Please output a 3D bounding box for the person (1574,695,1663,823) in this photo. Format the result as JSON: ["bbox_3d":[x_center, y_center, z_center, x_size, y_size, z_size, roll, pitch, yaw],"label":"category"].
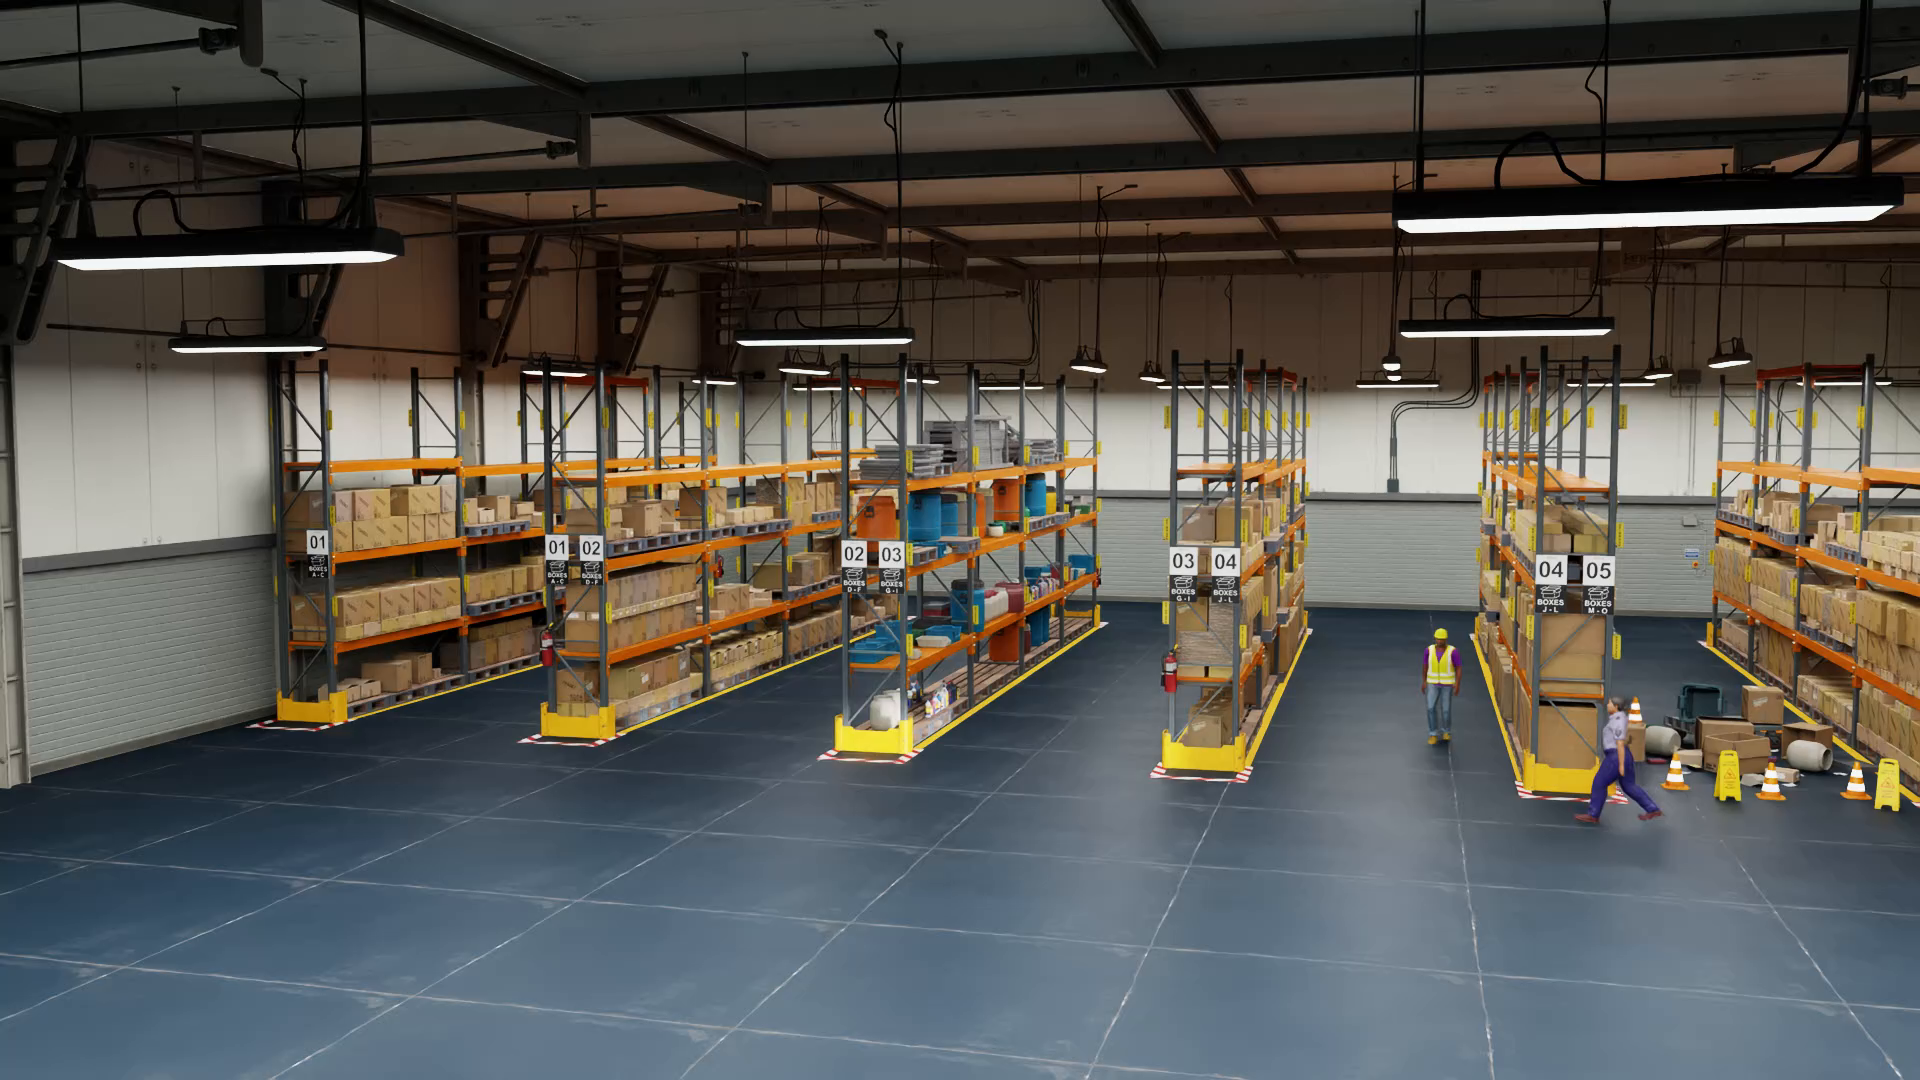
[{"bbox_3d":[8.142,2.716,20.569,0.983,1.598,0.484,2,5,27],"label":"person"}]

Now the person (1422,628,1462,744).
[{"bbox_3d":[7.490,2.280,25.887,0.622,1.823,0.544,2,5,27],"label":"person"}]

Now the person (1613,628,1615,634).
[{"bbox_3d":[14.562,1.470,38.194,0.967,1.545,0.382,3,5,34],"label":"person"}]
